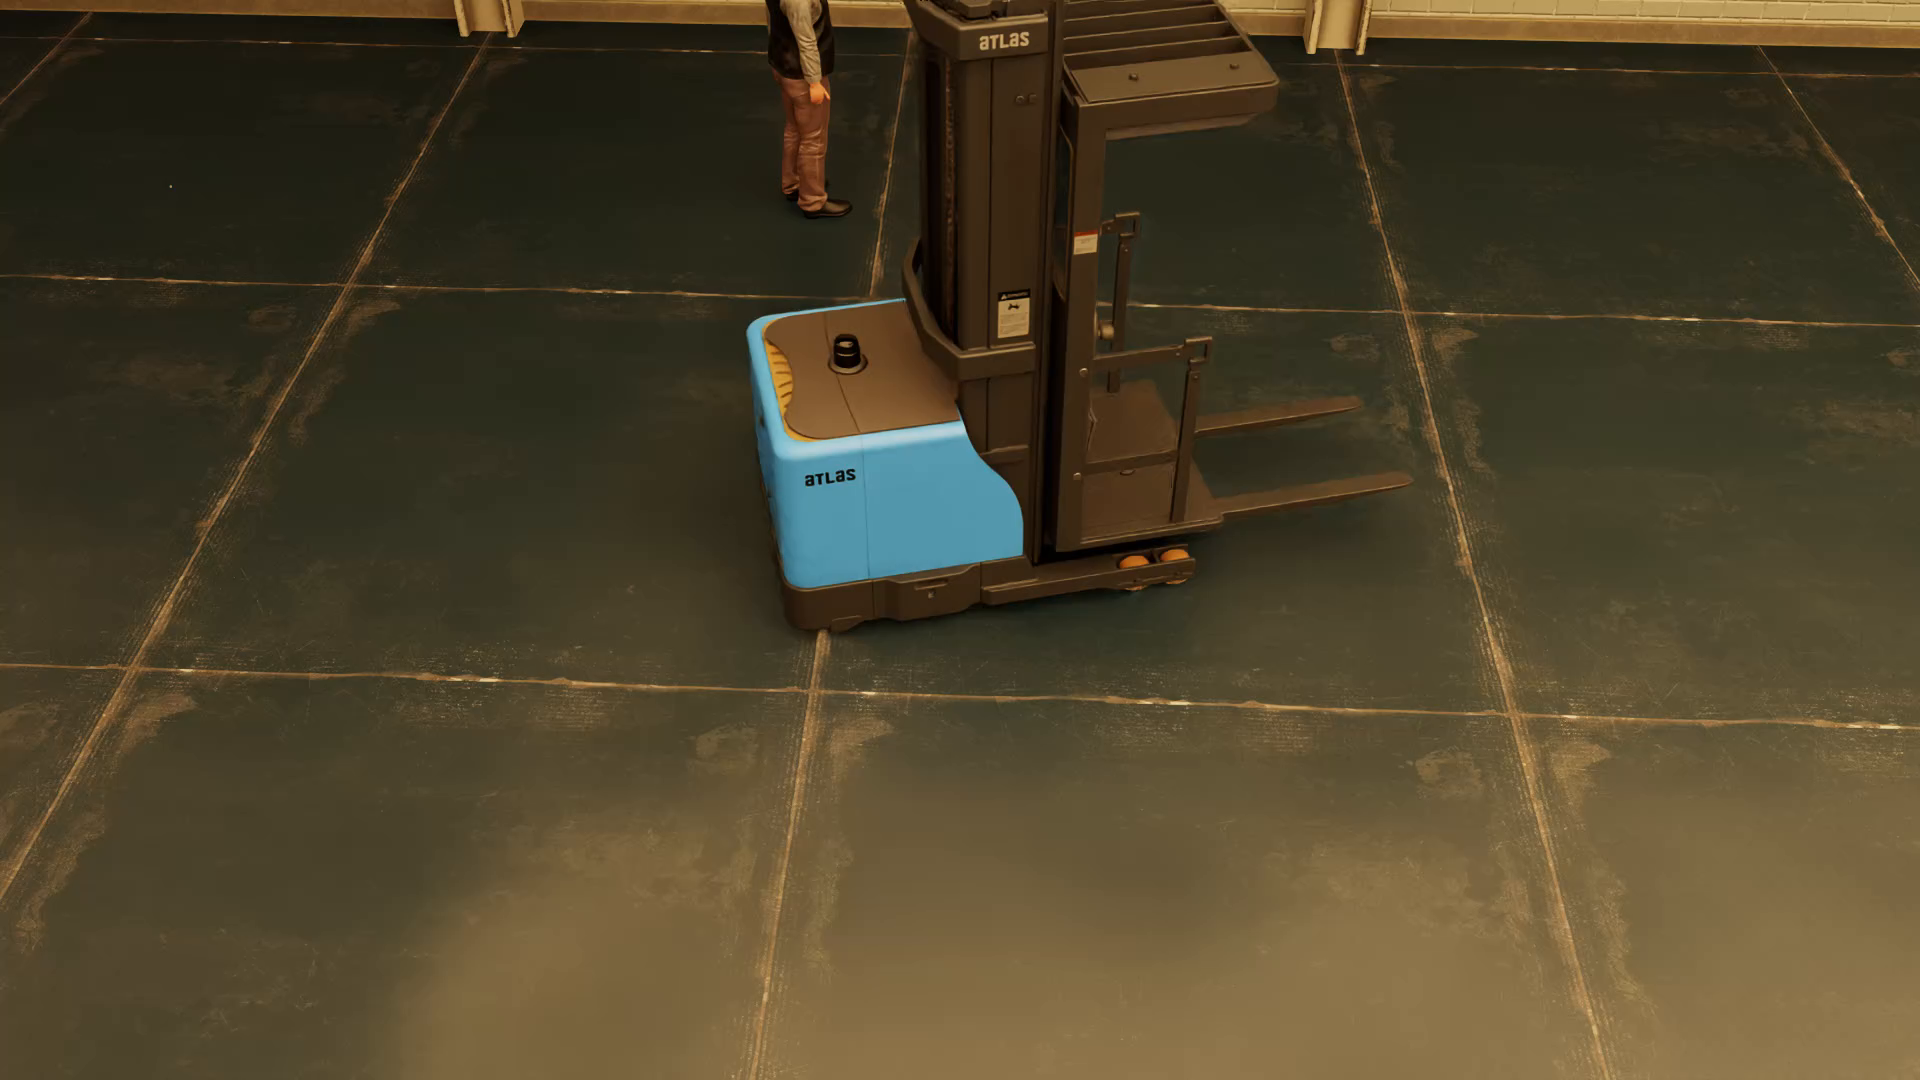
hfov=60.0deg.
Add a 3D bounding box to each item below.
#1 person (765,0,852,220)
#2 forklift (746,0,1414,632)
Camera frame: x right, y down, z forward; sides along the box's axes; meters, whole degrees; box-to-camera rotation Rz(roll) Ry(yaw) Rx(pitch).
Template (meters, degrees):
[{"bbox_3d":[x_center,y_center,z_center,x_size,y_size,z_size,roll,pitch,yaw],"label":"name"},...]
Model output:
[{"bbox_3d":[-0.903,-2.708,9.606,0.362,1.725,0.535,-18,45,-19],"label":"person"},{"bbox_3d":[0.606,-1.189,7.045,3.031,2.935,1.130,-9,43,-9],"label":"forklift"}]
